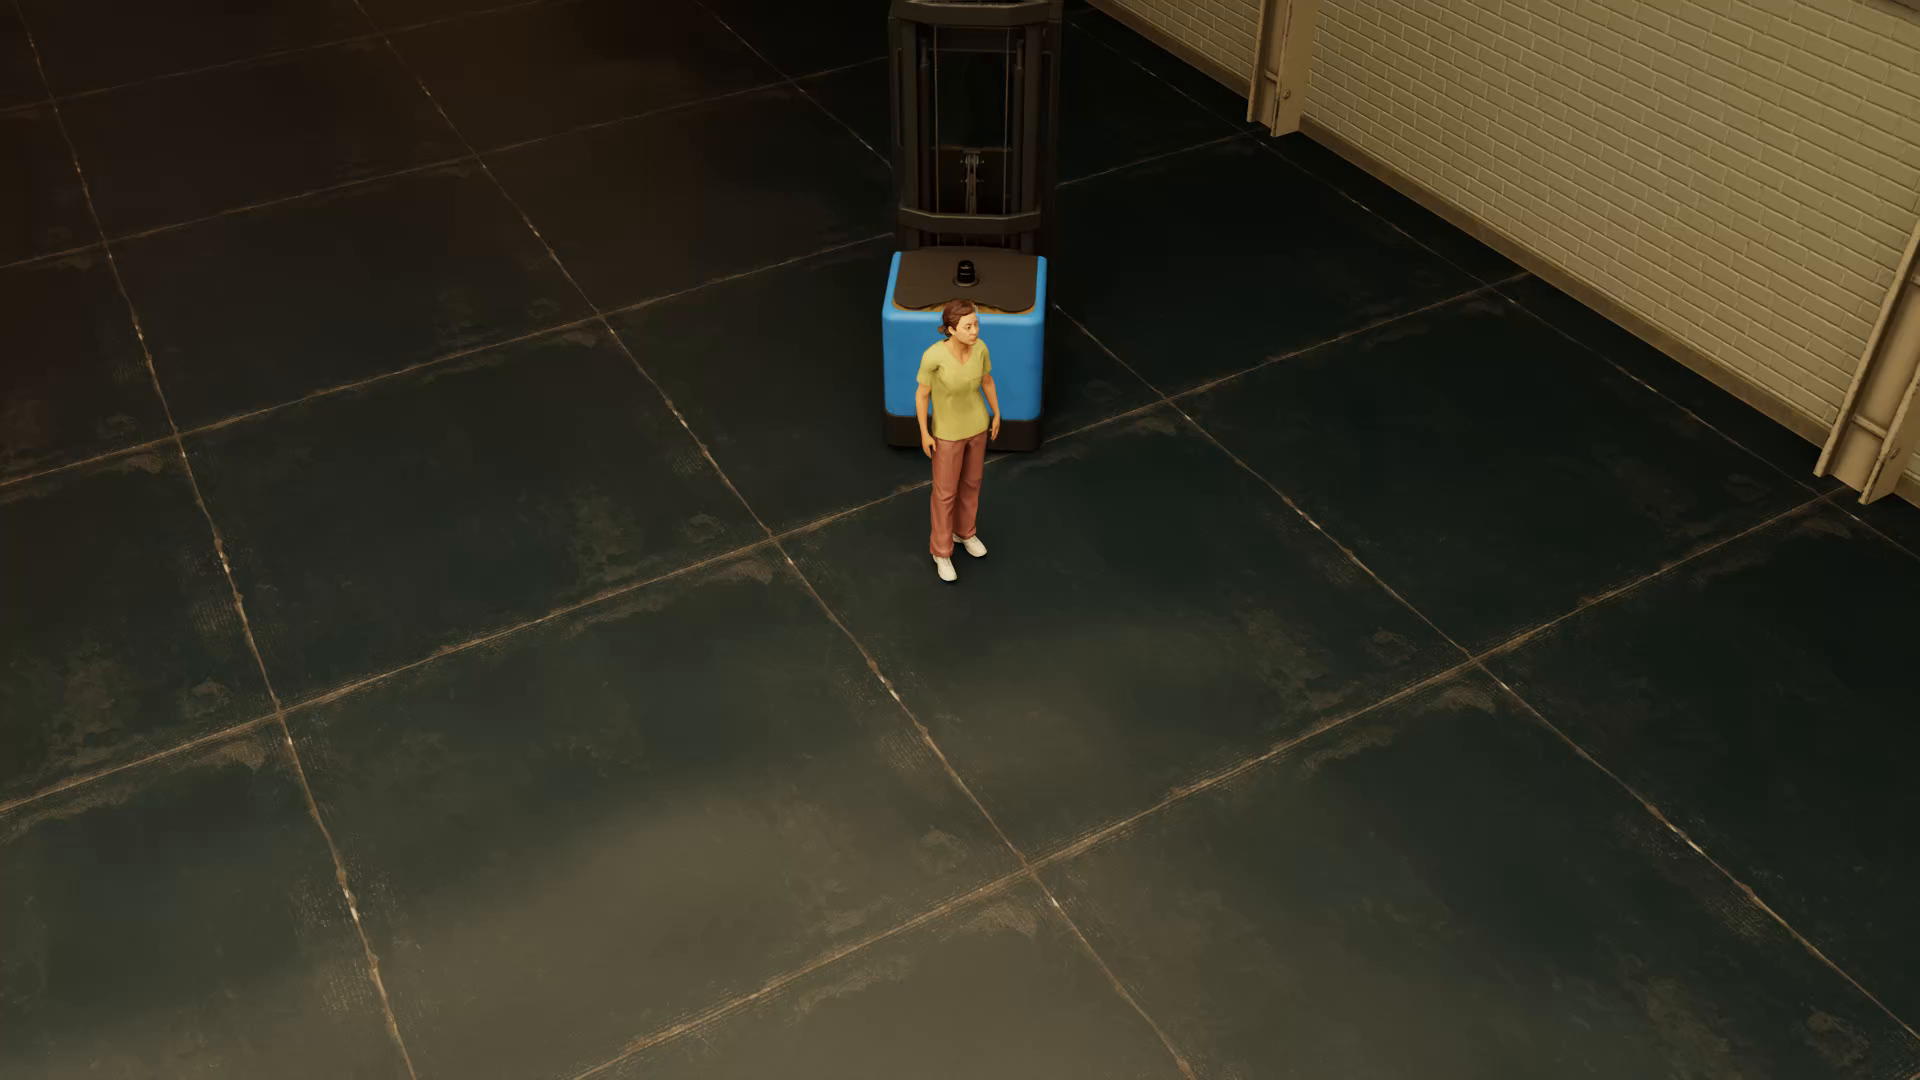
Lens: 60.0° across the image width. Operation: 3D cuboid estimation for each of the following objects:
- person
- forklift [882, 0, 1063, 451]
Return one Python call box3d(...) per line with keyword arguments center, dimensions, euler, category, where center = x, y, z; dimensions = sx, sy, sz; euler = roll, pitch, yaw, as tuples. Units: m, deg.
box3d(center=(0.027, -0.606, 9.738), dimensions=(0.552, 1.674, 0.548), euler=(-20, 44, -23), category="person")
box3d(center=(0.110, -2.639, 11.217), dimensions=(1.130, 2.935, 3.031), euler=(2, 40, 3), category="forklift")
